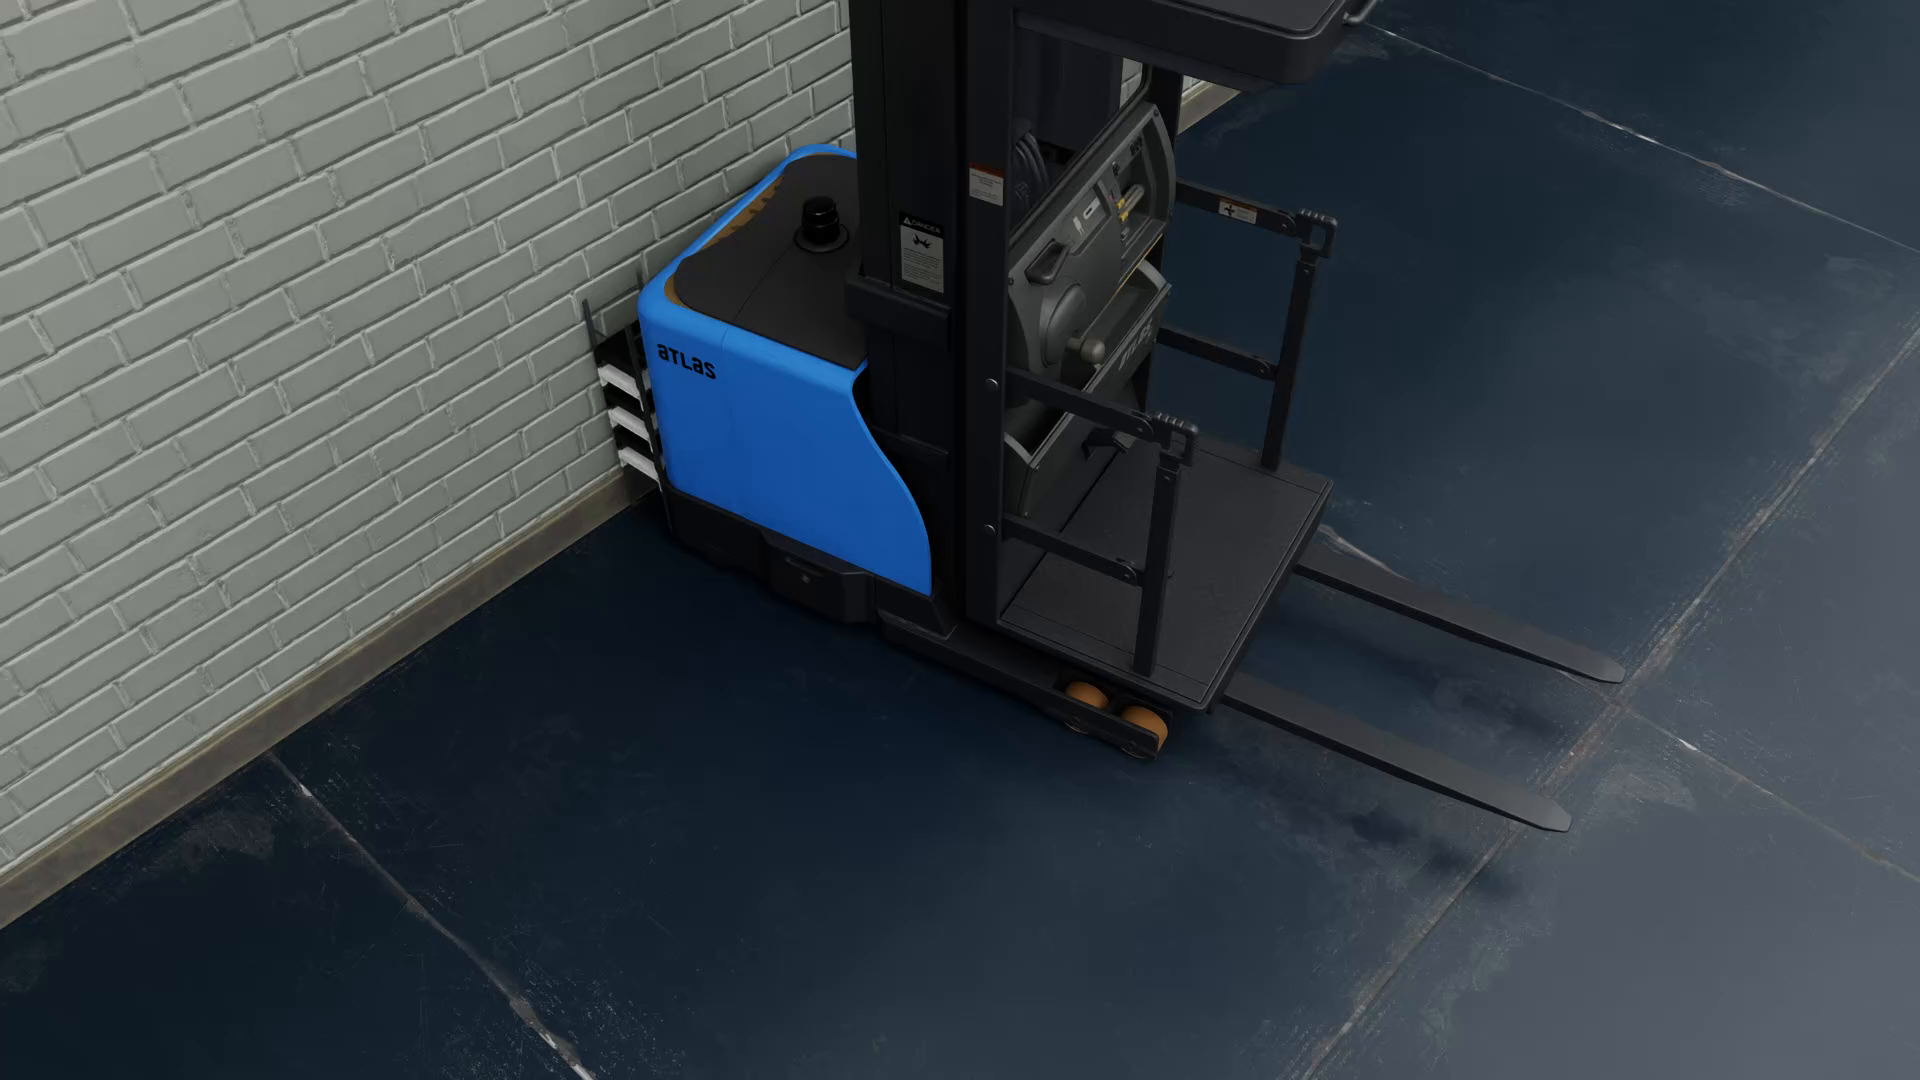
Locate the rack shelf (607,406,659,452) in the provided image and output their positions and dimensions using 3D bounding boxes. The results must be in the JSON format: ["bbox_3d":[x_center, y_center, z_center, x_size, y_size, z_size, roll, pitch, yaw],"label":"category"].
[{"bbox_3d":[-1.015,-0.429,5.575,0.200,0.077,0.258,30,54,28],"label":"rack shelf"}]

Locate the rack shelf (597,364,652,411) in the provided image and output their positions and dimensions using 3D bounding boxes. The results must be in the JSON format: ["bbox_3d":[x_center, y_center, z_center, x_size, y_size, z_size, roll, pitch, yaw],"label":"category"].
[{"bbox_3d":[-1.022,-0.555,5.447,0.200,0.077,0.258,30,54,28],"label":"rack shelf"}]

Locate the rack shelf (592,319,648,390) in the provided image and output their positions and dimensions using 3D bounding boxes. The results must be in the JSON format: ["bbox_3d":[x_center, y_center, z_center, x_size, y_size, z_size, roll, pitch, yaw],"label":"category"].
[{"bbox_3d":[-1.025,-0.619,5.383,0.200,0.077,0.258,30,54,28],"label":"rack shelf"}]

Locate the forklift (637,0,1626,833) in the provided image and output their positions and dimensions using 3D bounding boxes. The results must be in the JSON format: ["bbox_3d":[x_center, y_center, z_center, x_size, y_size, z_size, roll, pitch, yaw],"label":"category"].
[{"bbox_3d":[0.549,-0.779,4.471,3.031,2.935,1.130,22,51,19],"label":"forklift"}]

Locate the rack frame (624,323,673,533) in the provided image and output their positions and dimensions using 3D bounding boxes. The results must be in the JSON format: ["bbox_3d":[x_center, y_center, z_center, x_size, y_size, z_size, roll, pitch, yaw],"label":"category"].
[{"bbox_3d":[-0.939,-0.408,5.503,0.006,0.900,0.240,30,54,28],"label":"rack frame"}]

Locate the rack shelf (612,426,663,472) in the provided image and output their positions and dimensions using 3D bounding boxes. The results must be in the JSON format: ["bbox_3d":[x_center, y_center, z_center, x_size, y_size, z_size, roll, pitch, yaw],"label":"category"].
[{"bbox_3d":[-1.012,-0.366,5.639,0.200,0.077,0.258,30,54,28],"label":"rack shelf"}]

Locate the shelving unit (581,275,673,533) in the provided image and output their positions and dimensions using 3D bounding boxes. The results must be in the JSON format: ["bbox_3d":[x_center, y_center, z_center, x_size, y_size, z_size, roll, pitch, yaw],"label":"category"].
[{"bbox_3d":[-1.016,-0.452,5.551,0.210,0.900,0.258,30,54,28],"label":"shelving unit"}]

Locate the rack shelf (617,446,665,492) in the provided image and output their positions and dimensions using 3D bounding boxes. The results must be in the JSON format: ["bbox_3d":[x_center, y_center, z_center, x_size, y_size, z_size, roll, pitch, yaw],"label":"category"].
[{"bbox_3d":[-1.008,-0.302,5.702,0.200,0.077,0.258,30,54,28],"label":"rack shelf"}]

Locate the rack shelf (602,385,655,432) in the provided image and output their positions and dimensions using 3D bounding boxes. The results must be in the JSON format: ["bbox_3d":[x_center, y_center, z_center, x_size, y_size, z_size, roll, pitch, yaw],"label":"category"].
[{"bbox_3d":[-1.018,-0.492,5.511,0.200,0.077,0.258,30,54,28],"label":"rack shelf"}]

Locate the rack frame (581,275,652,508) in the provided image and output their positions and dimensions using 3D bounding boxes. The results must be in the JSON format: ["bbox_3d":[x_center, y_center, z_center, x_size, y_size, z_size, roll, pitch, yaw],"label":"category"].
[{"bbox_3d":[-1.094,-0.497,5.599,0.006,0.900,0.240,30,54,28],"label":"rack frame"}]
